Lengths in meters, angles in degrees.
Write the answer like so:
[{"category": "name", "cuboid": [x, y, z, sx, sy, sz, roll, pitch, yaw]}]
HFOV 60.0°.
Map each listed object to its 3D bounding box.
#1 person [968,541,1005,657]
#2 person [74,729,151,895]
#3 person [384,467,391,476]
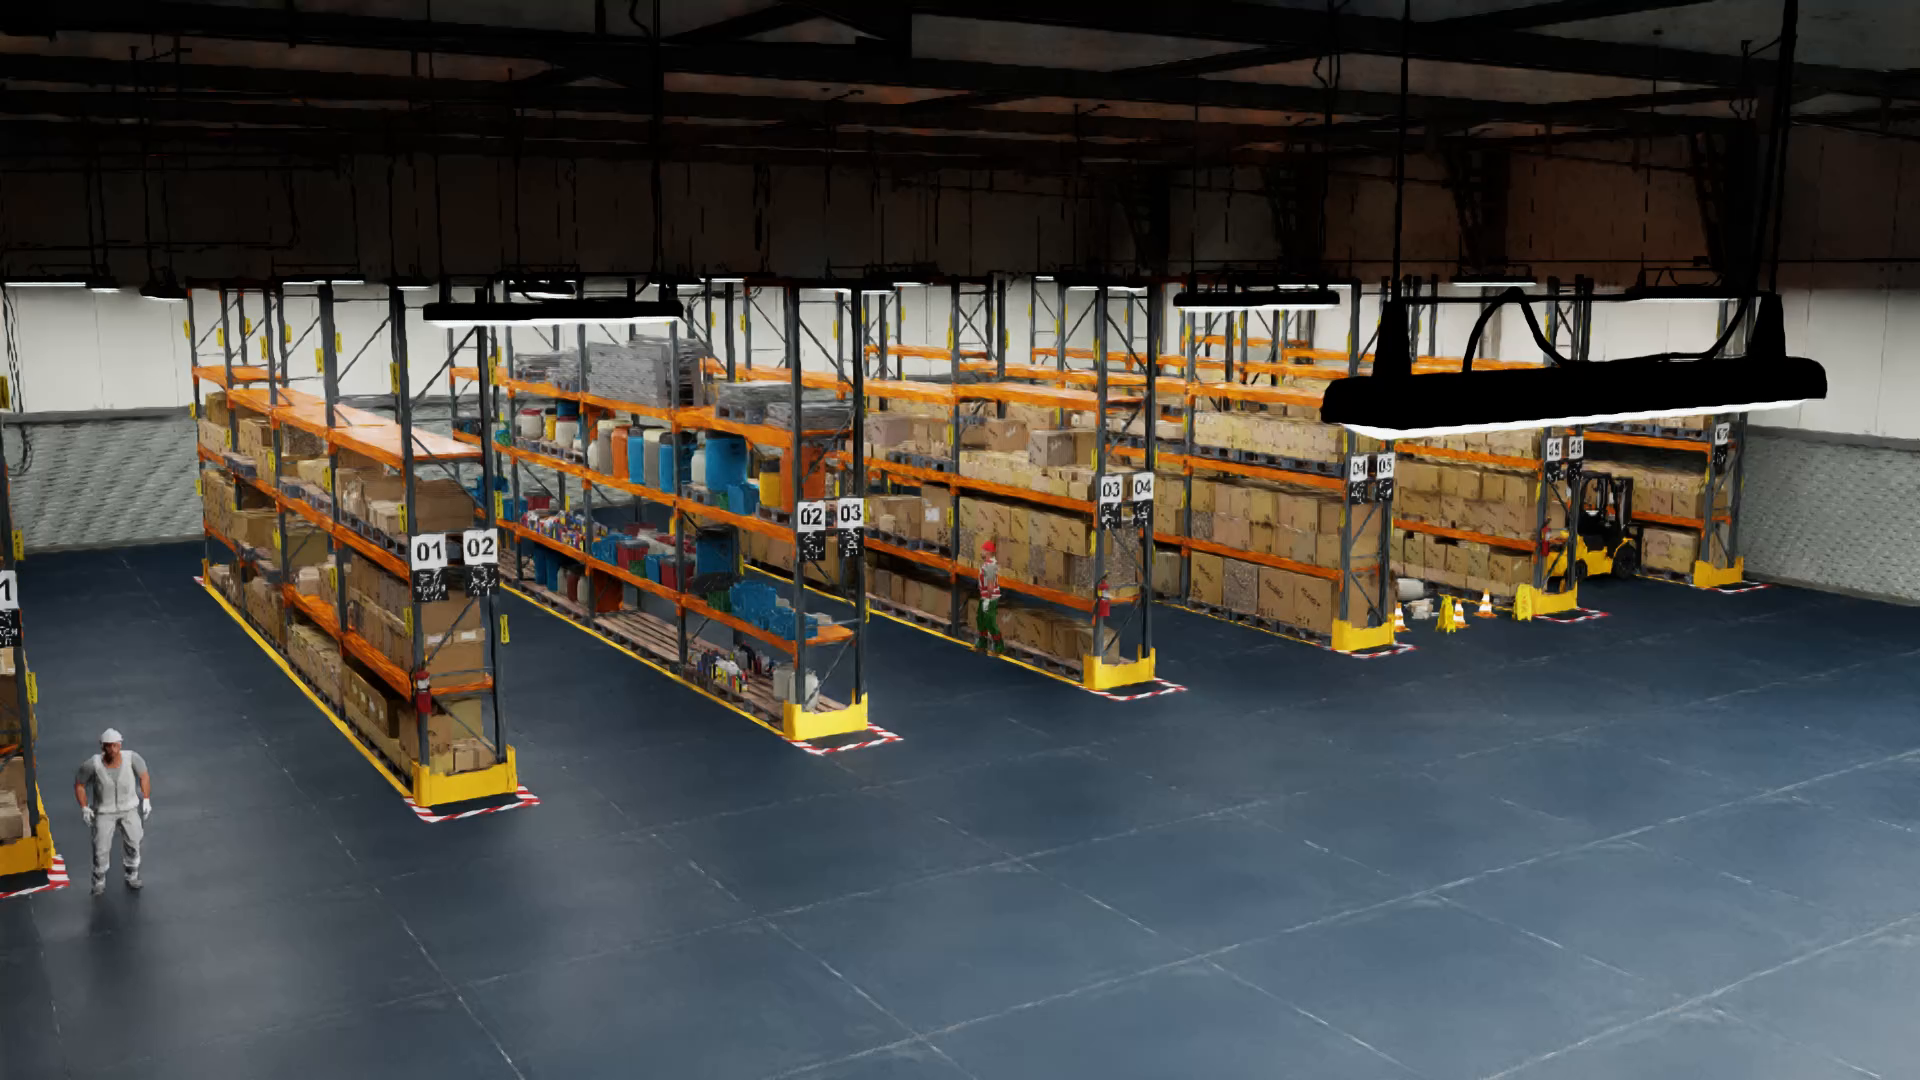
[{"category": "person", "cuboid": [0.405, 0.886, 25.694, 0.552, 1.773, 0.646, -1, 10, -4]}, {"category": "person", "cuboid": [-8.480, 2.713, 16.695, 0.677, 1.740, 0.552, -6, 11, -33]}, {"category": "person", "cuboid": [-13.099, -0.791, 37.569, 0.550, 1.719, 0.598, 4, 10, 20]}]
